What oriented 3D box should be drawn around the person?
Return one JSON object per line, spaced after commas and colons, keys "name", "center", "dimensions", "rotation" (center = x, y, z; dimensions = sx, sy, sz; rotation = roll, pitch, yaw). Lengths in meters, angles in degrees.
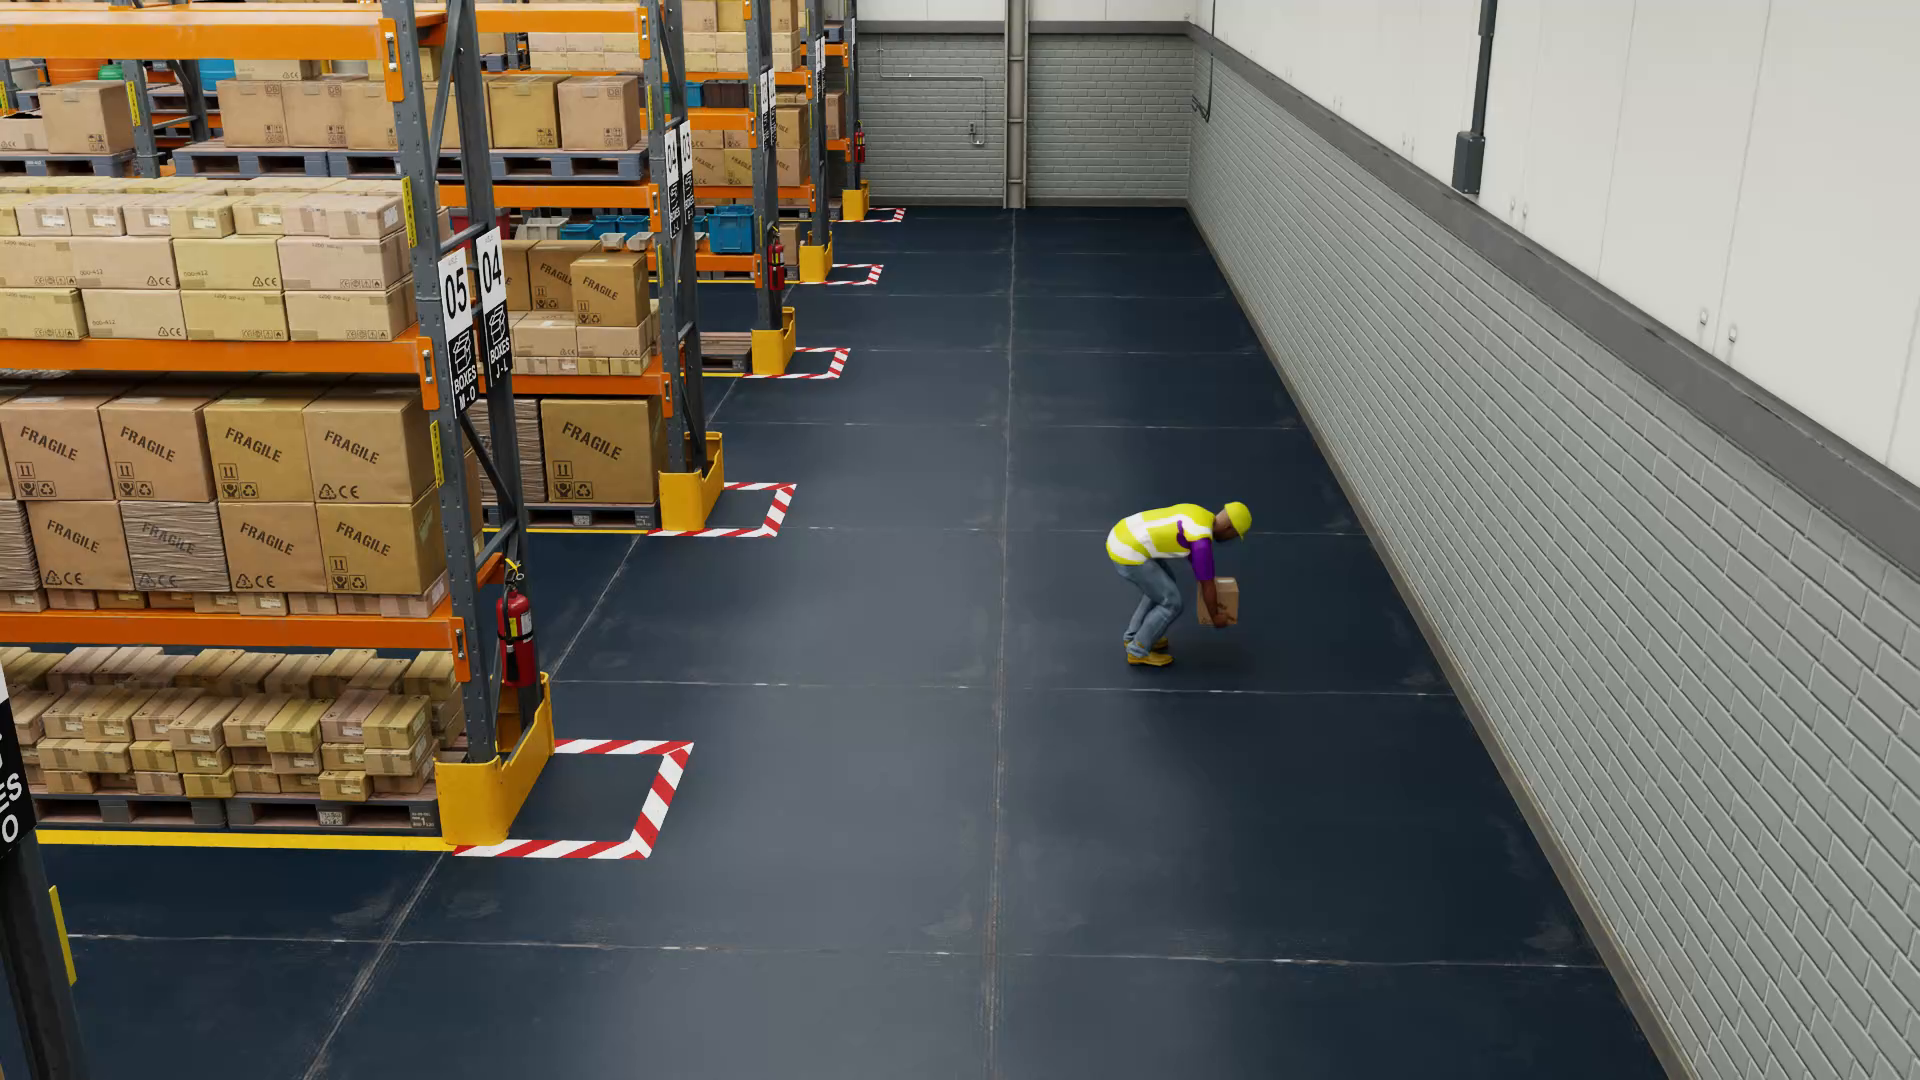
{"name": "person", "center": [1.470, 0.271, 11.264], "dimensions": [0.964, 1.103, 0.512], "rotation": [0, 21, -1]}
